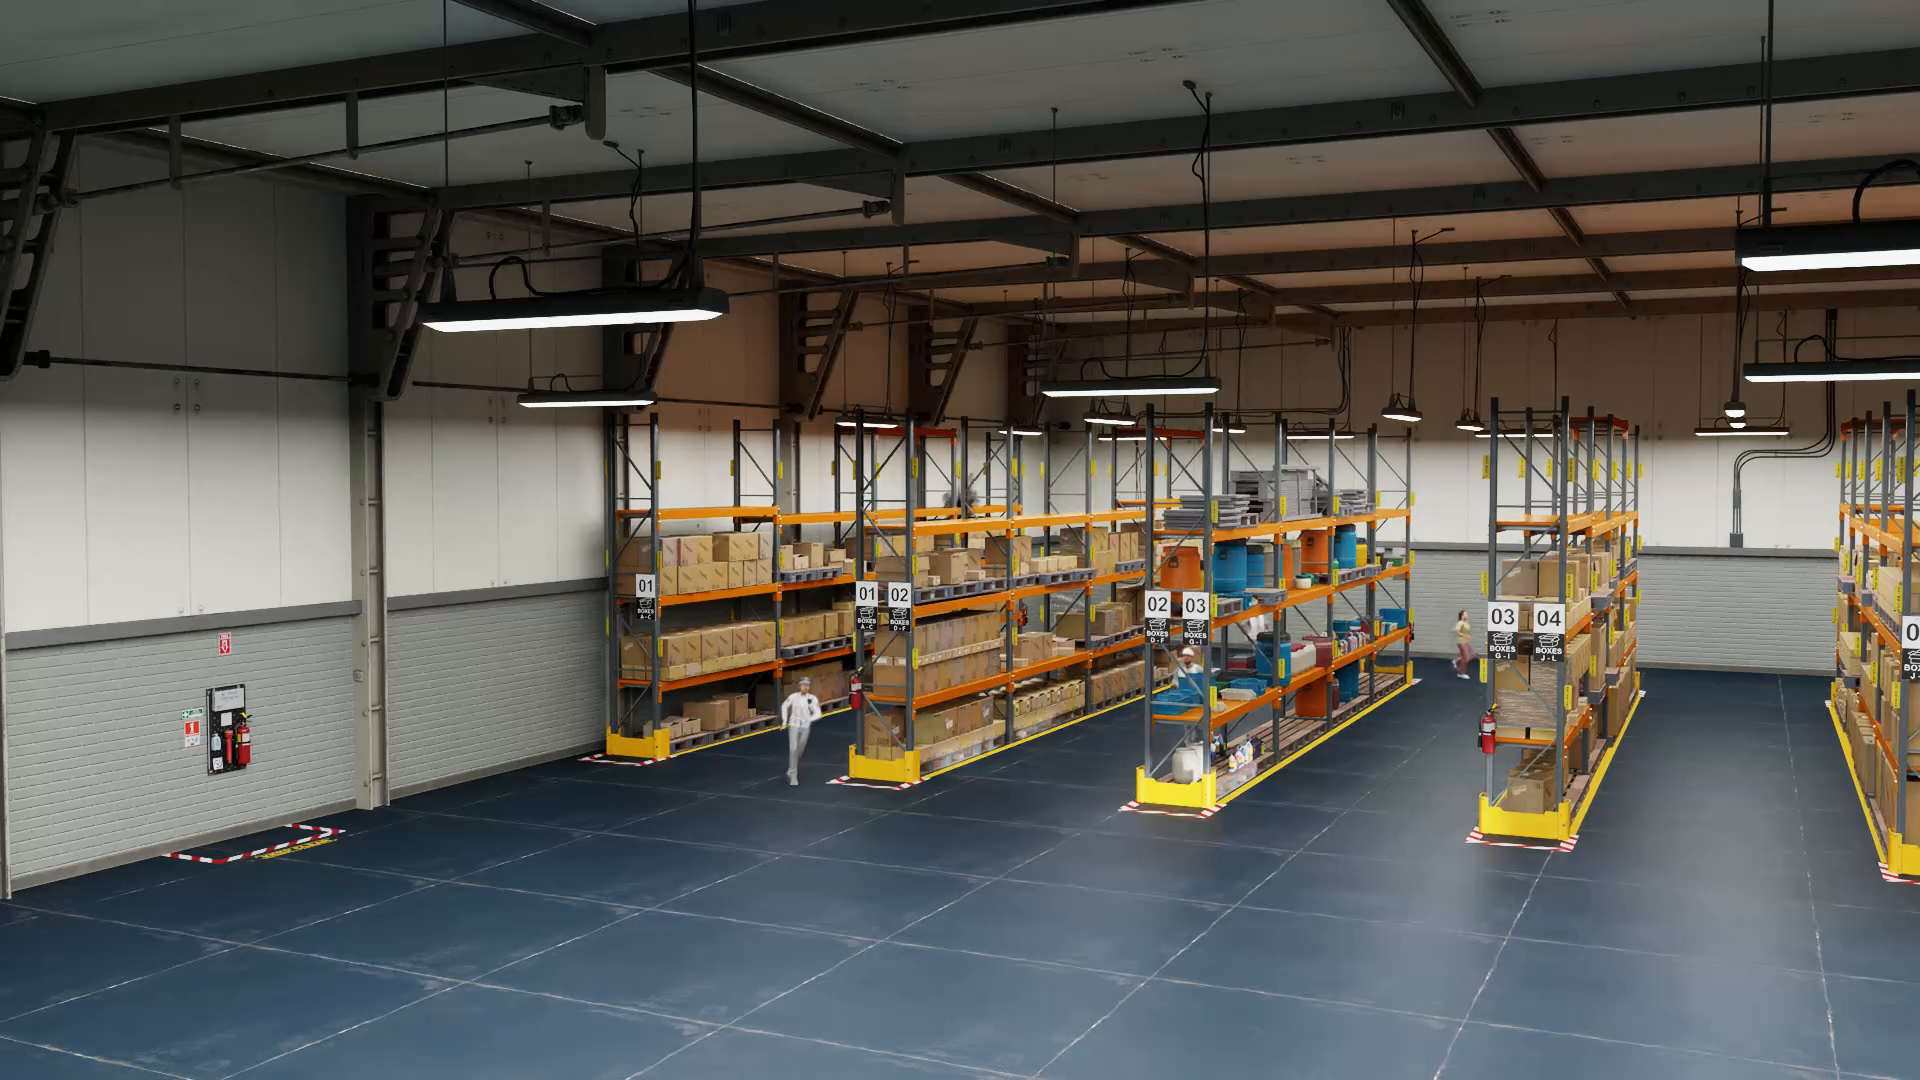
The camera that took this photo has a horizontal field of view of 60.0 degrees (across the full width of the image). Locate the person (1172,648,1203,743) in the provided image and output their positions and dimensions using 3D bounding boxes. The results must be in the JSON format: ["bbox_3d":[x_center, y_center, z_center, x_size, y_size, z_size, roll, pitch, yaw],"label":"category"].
[{"bbox_3d":[4.152,2.845,30.316,0.639,1.733,0.629,1,3,27],"label":"person"}]

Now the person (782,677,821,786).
[{"bbox_3d":[-2.538,3.035,26.673,0.629,1.686,0.839,0,2,-9],"label":"person"}]

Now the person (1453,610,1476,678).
[{"bbox_3d":[12.142,2.503,40.110,0.561,1.637,0.617,2,3,37],"label":"person"}]

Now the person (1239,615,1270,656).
[{"bbox_3d":[7.288,2.426,40.983,0.779,1.720,0.559,-1,3,-19],"label":"person"}]
